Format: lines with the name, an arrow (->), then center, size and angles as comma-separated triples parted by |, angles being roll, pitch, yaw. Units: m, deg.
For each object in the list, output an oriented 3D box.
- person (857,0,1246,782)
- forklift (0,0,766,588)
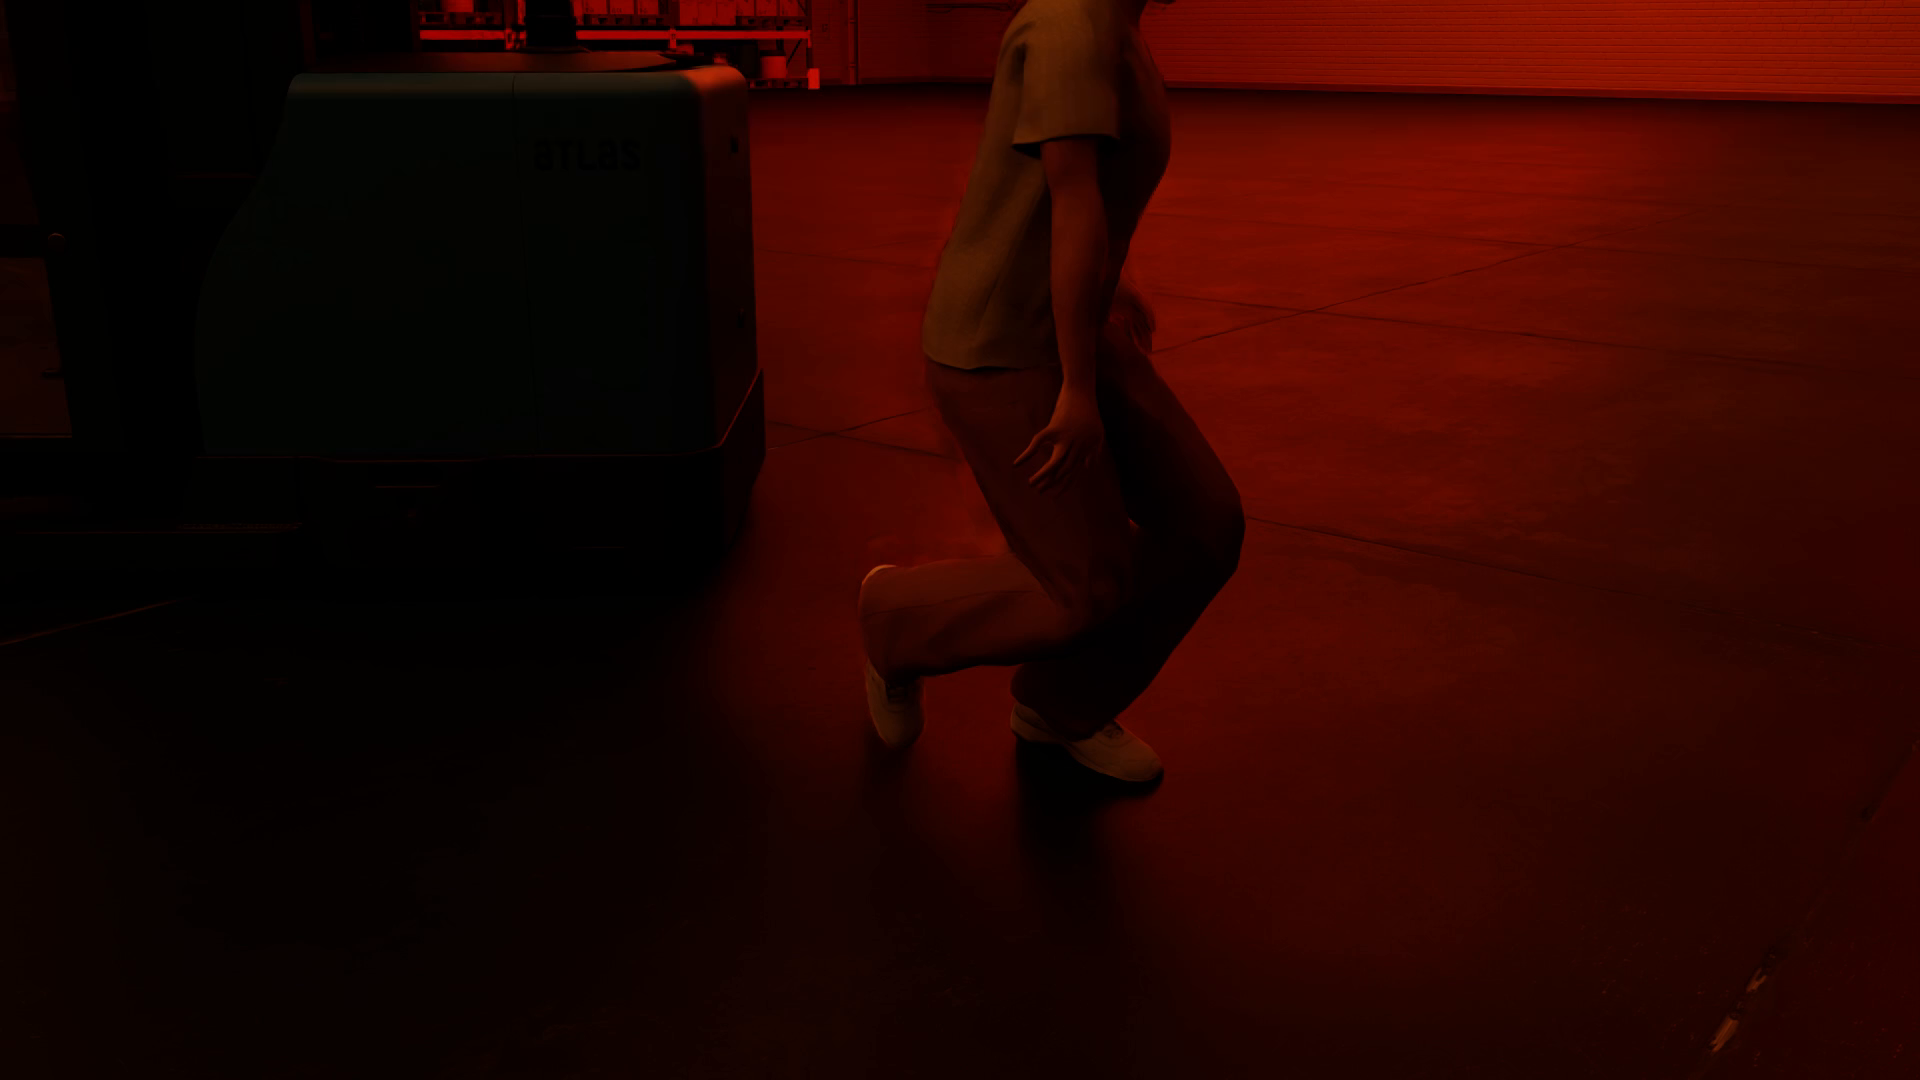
person -> 0.124, -0.326, 2.532 | 0.631, 1.472, 0.740 | 8, 18, 23
forklift -> -2.027, -1.427, 3.598 | 3.031, 2.935, 1.130 | 0, 17, -1
